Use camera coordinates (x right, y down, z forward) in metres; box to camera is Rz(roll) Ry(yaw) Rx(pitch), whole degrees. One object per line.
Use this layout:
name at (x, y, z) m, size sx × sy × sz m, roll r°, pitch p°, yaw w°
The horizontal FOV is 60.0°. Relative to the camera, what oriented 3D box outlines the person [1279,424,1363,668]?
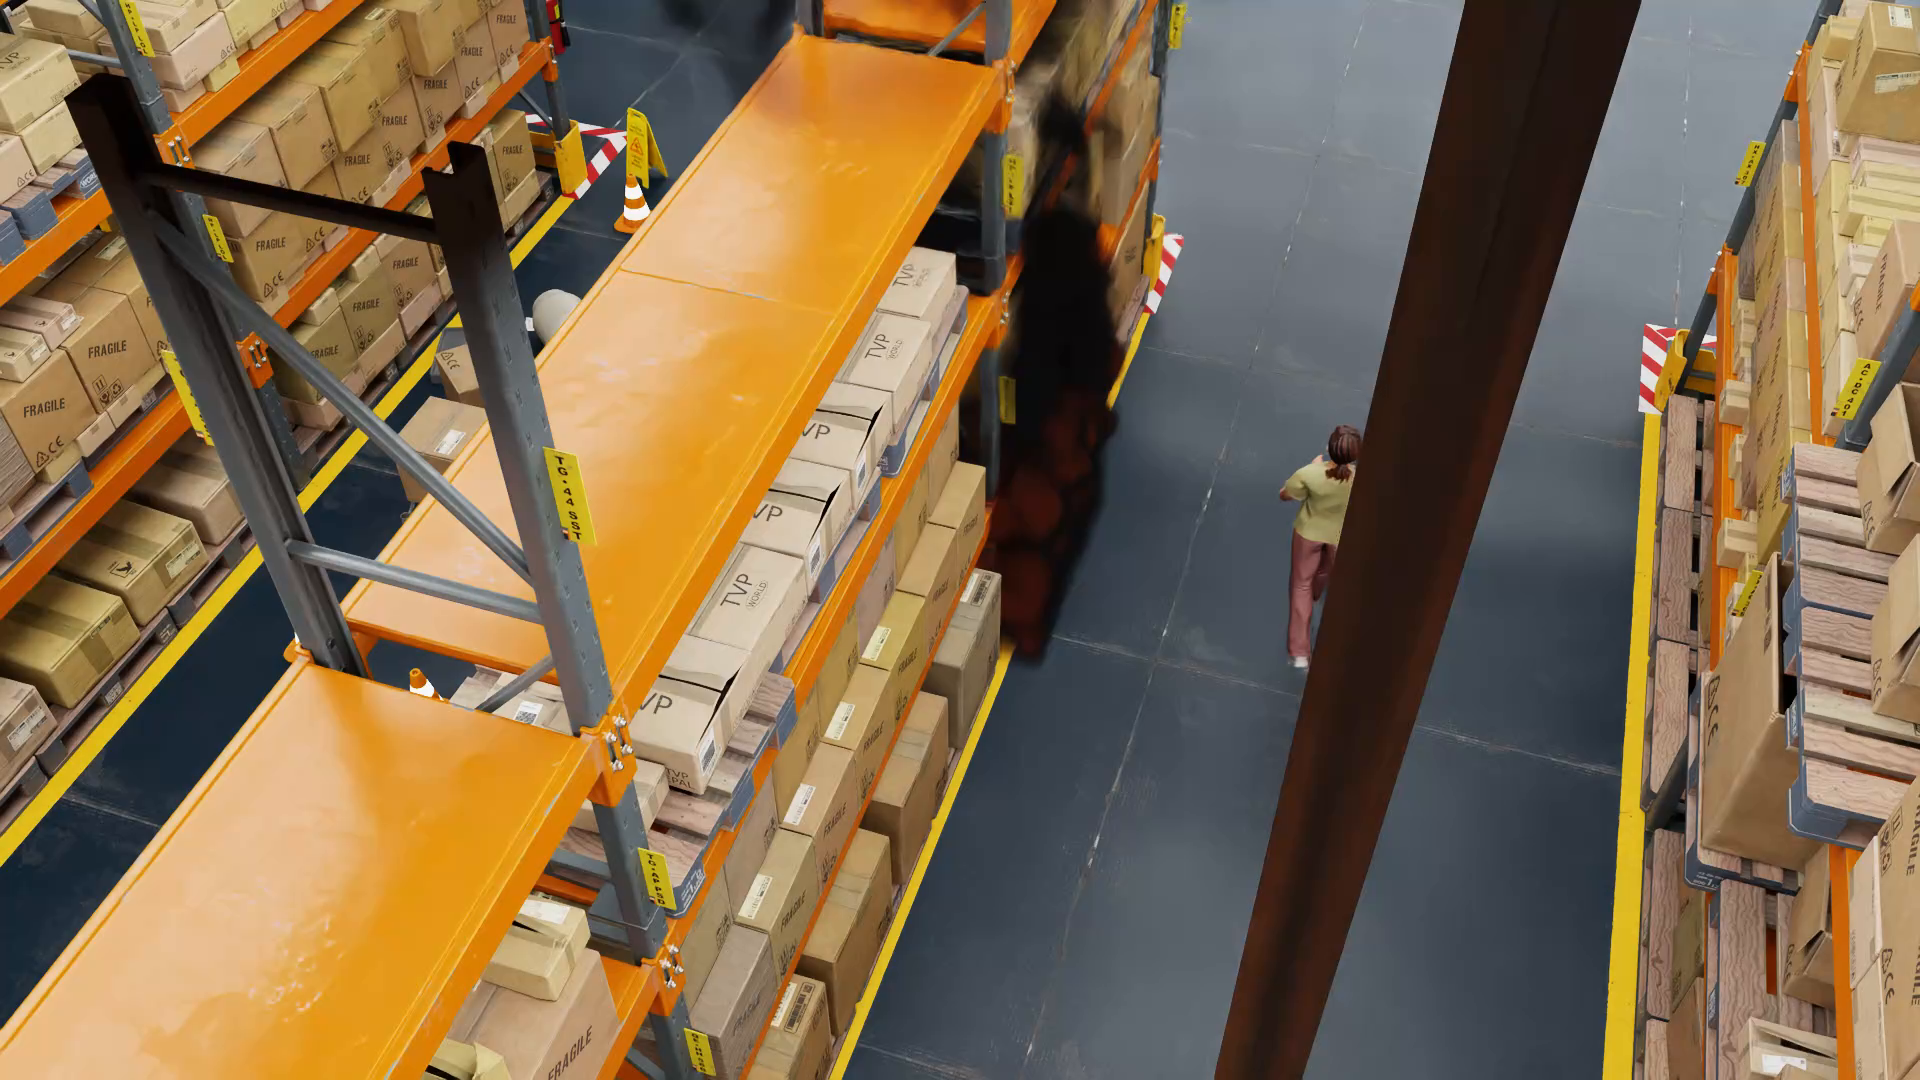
person at (2.087, -0.031, 9.583) m, size 0.577 × 1.695 × 0.903 m, roll 3°, pitch 46°, yaw 3°
